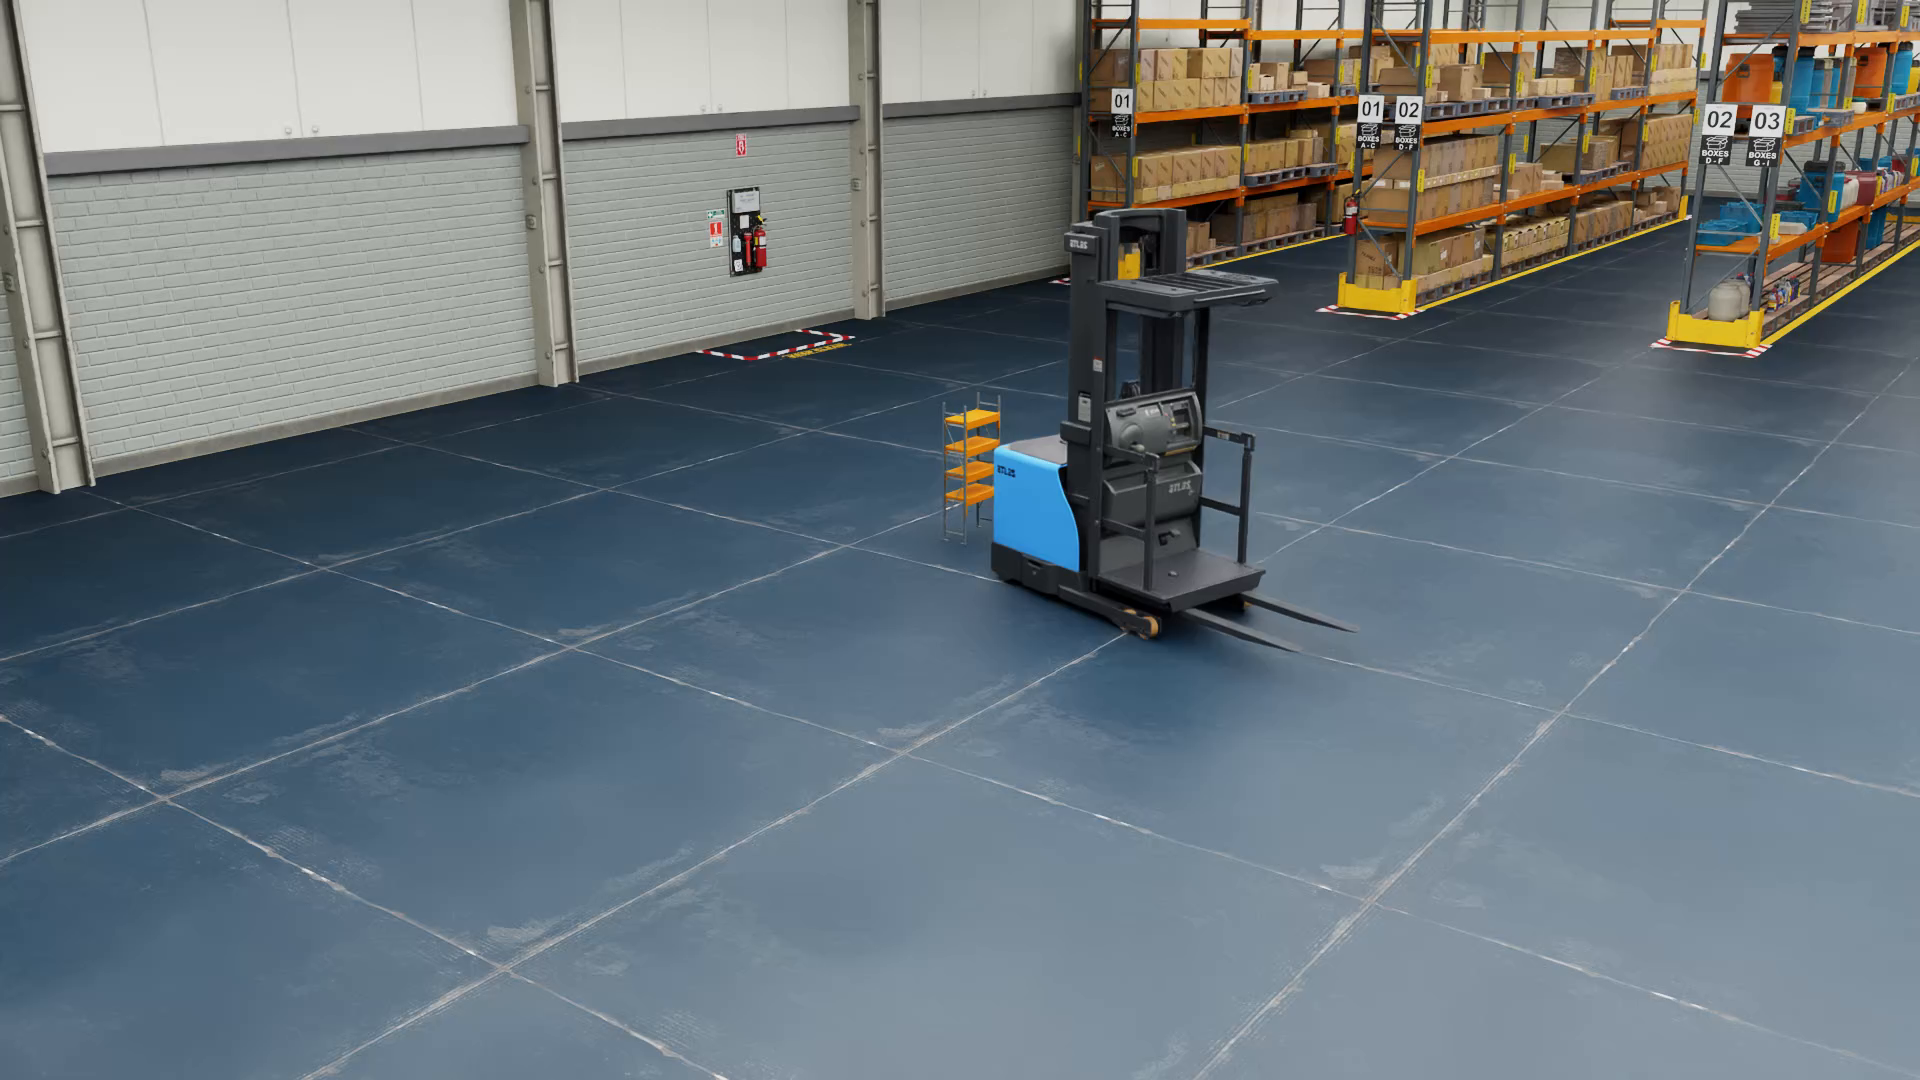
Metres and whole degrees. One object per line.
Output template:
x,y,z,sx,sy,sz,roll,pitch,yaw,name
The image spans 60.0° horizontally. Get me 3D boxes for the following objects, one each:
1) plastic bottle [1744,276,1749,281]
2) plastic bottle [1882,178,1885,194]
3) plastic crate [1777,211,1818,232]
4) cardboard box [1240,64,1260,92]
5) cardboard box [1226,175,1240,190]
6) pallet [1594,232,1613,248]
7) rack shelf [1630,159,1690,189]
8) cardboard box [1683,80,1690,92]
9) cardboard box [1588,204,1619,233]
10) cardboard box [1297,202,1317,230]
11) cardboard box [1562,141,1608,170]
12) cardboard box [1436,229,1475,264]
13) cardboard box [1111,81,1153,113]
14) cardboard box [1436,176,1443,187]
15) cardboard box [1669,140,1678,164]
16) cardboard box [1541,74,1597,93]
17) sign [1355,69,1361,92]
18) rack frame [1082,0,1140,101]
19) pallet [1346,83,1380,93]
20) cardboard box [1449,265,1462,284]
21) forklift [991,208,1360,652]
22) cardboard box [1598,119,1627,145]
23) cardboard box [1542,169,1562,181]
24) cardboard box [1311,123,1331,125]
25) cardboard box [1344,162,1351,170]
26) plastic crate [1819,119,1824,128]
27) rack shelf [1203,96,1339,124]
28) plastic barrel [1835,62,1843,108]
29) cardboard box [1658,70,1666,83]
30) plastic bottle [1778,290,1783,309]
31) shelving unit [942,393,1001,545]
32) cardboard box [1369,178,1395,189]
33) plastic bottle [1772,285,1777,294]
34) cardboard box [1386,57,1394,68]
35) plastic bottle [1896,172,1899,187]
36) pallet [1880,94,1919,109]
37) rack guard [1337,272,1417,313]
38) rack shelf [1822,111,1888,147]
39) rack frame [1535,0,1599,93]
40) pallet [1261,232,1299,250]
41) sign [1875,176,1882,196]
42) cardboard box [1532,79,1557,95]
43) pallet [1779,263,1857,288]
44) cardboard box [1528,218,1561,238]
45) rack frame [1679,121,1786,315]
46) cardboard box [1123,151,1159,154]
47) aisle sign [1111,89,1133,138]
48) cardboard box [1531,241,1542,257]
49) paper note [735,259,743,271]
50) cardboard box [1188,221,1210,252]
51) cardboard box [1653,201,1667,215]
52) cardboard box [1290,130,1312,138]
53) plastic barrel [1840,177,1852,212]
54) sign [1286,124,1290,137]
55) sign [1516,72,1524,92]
12.112,-3.937,25.714,0.152,0.276,0.135,13,22,37,plastic bottle
16.552,-6.377,29.932,0.152,0.276,0.135,12,21,35,plastic bottle
12.383,-4.725,24.652,0.499,0.251,0.616,12,21,35,plastic crate
5.258,-8.655,31.123,0.500,0.500,0.500,16,24,42,cardboard box
4.830,-6.630,30.755,0.500,0.250,0.500,12,21,35,cardboard box
12.435,-6.065,33.419,1.003,0.211,1.213,12,21,35,pallet
14.807,-8.022,36.232,1.077,0.370,4.000,12,21,35,rack shelf
15.598,-9.917,36.315,0.500,0.250,0.500,12,21,35,cardboard box
12.951,-6.502,33.596,0.500,0.500,0.500,13,21,35,cardboard box
6.865,-6.647,34.063,0.700,0.500,0.500,13,21,35,cardboard box
12.215,-7.539,32.586,0.500,0.500,0.700,-15,23,-40,cardboard box
8.146,-4.844,27.447,0.500,0.500,0.500,12,21,35,cardboard box
2.885,-7.431,27.855,0.500,0.500,0.500,13,22,36,cardboard box
7.329,-5.626,26.041,0.380,0.149,0.250,12,21,34,cardboard box
15.343,-8.493,36.366,0.500,0.500,0.500,13,21,35,cardboard box
11.465,-8.527,31.417,0.910,0.500,0.500,12,21,35,cardboard box
6.038,-6.948,25.142,0.100,0.325,0.005,12,21,35,sign
2.485,-8.771,27.313,1.000,3.000,0.127,12,21,35,rack frame
8.257,-9.583,35.306,1.003,0.211,1.213,14,22,37,pallet
7.859,-4.364,27.167,0.500,0.250,0.500,12,21,35,cardboard box
1.561,-0.854,12.050,1.130,2.935,3.031,-13,22,-37,forklift
13.709,-8.581,34.963,0.500,0.500,0.500,13,21,35,cardboard box
10.980,-6.815,31.282,0.500,0.311,0.500,14,22,38,cardboard box
7.625,-8.645,35.056,0.500,0.250,0.500,12,21,33,cardboard box
8.017,-7.845,34.838,0.380,0.149,0.250,13,22,36,cardboard box
12.193,-5.961,23.767,0.243,0.136,0.396,12,21,35,plastic crate
6.060,-8.424,32.467,1.077,0.370,4.000,12,21,35,rack shelf
14.155,-7.385,27.185,0.600,0.830,0.708,12,21,35,plastic barrel
14.401,-9.680,34.710,0.500,0.250,0.500,12,21,35,cardboard box
12.036,-3.544,24.458,0.097,0.271,0.097,0,17,0,plastic bottle
0.099,-0.612,14.193,0.258,1.200,0.503,12,21,35,shelving unit
6.540,-5.513,25.678,0.380,0.149,0.250,12,21,34,cardboard box
12.180,-3.674,24.856,0.061,0.283,0.133,12,21,35,plastic bottle
9.022,-10.264,36.270,0.700,0.500,0.500,11,20,32,cardboard box
17.515,-6.743,31.097,0.061,0.283,0.133,12,21,35,plastic bottle
16.529,-7.881,29.824,1.003,0.211,1.213,12,21,35,pallet
6.451,-3.832,25.740,1.175,0.500,0.348,12,21,35,rack guard
14.016,-6.673,26.829,1.077,0.370,4.000,12,21,35,rack shelf
11.232,-9.802,30.633,1.000,3.000,0.127,12,21,35,rack frame
6.058,-6.004,33.222,1.003,0.211,1.213,12,21,35,pallet
15.654,-6.043,28.370,0.100,0.325,0.005,12,21,35,sign
10.359,-8.118,29.814,0.500,0.250,0.500,12,21,34,cardboard box
14.715,-4.551,28.543,1.003,0.211,1.213,12,21,35,pallet
10.814,-5.799,30.841,0.500,0.311,0.500,12,21,34,cardboard box
10.441,-4.155,22.566,1.000,3.000,0.127,12,21,35,rack frame
3.208,-6.594,29.373,0.500,0.500,0.500,12,21,33,cardboard box
2.683,-7.077,27.592,0.394,0.787,0.004,12,21,35,aisle sign
10.204,-5.290,30.149,0.500,0.250,0.500,13,21,36,cardboard box
-3.032,-3.764,22.791,0.016,0.148,0.142,12,21,35,paper note
4.282,-5.620,30.758,0.500,0.500,0.500,11,20,31,cardboard box
15.283,-7.345,36.733,0.500,0.250,0.500,12,21,35,cardboard box
6.890,-8.212,33.626,0.380,0.149,0.250,9,19,26,cardboard box
14.266,-5.640,27.117,0.433,0.535,0.433,0,17,0,plastic barrel
6.804,-8.461,34.481,0.100,0.325,0.005,12,21,35,sign
9.296,-7.603,27.607,0.100,0.325,0.005,12,21,35,sign
